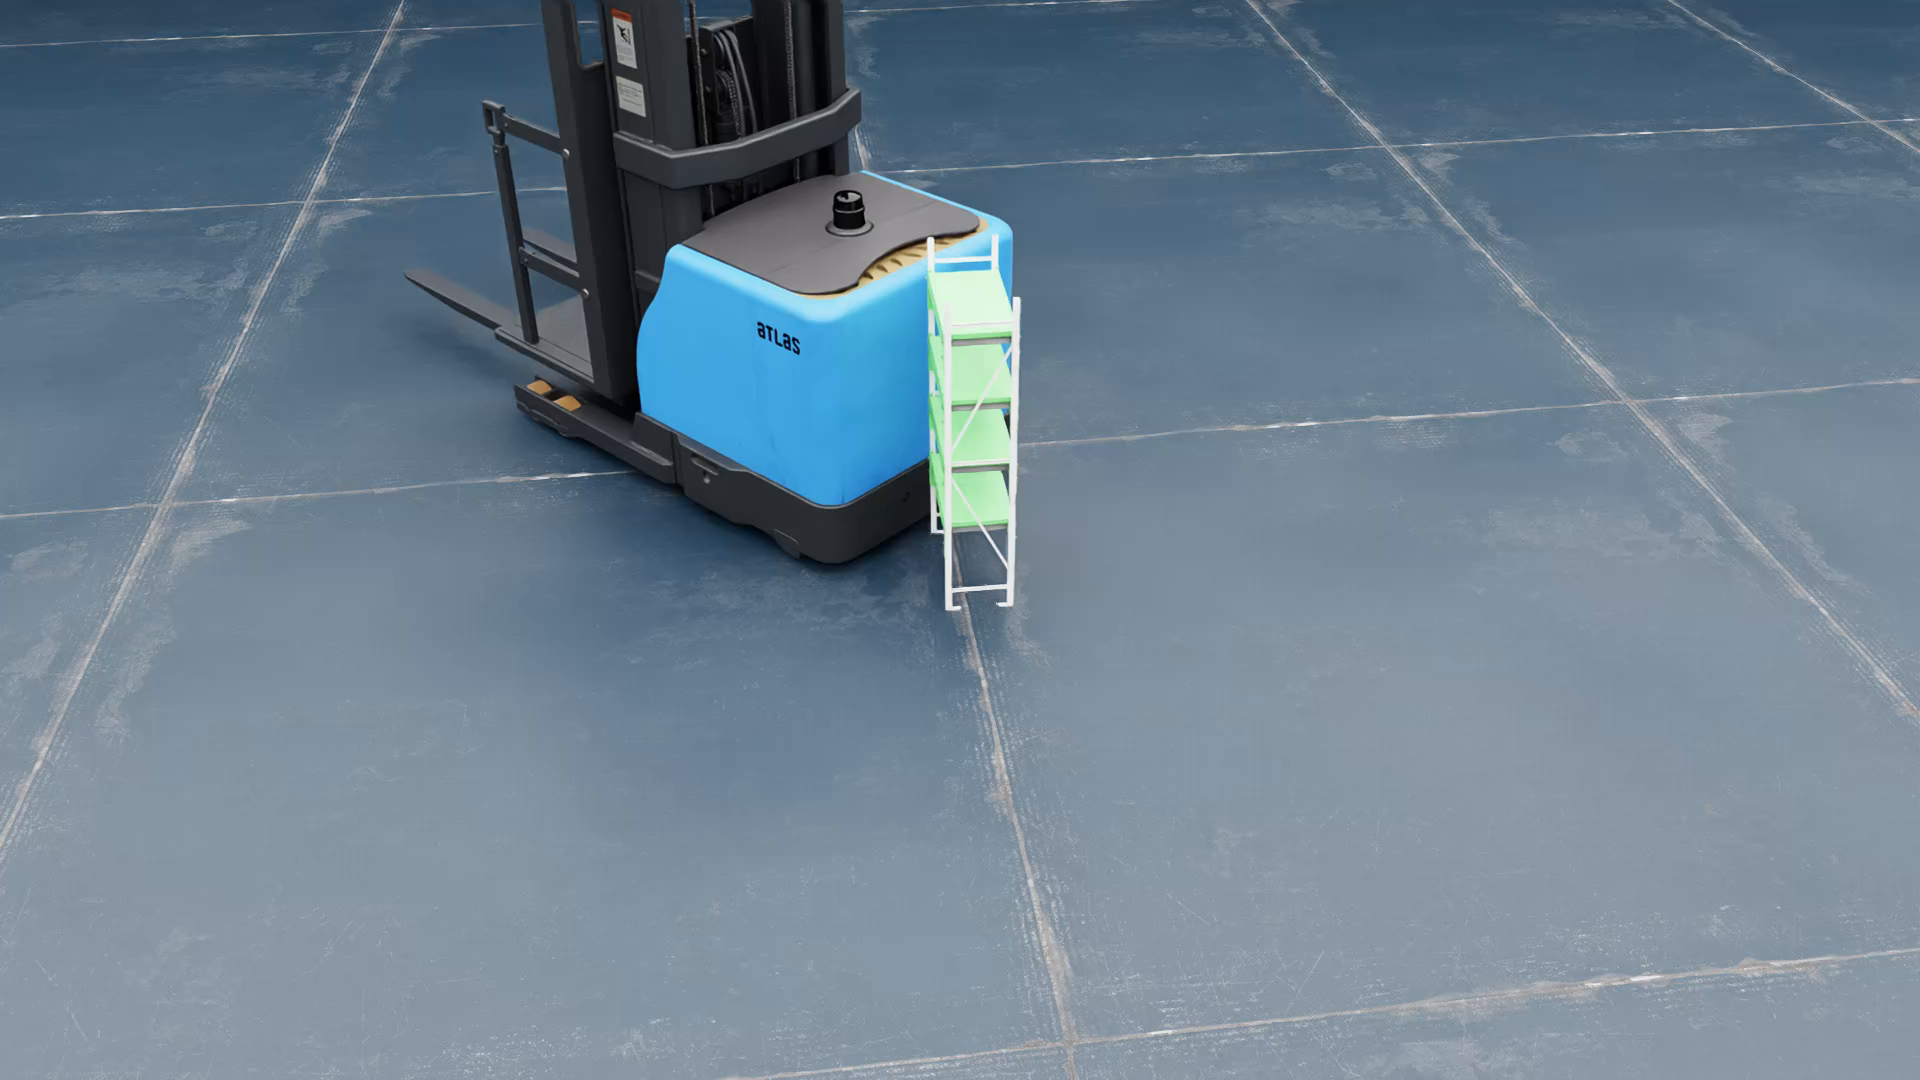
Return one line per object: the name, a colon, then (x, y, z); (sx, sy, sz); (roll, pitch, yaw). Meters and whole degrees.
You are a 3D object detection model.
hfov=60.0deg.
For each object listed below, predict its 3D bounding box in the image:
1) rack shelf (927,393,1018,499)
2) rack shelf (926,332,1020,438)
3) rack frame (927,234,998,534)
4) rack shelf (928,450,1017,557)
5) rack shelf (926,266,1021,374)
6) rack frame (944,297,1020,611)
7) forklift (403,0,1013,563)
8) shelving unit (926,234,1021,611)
rack shelf: (0.040, -0.340, 5.797); (0.258, 0.148, 0.480); (-4, 34, -6)
rack shelf: (0.040, -0.538, 5.662); (0.258, 0.148, 0.480); (-4, 34, -6)
rack frame: (0.010, -0.529, 5.961); (0.240, 1.200, 0.015); (-4, 34, -6)
rack shelf: (0.040, -0.142, 5.932); (0.258, 0.148, 0.480); (-4, 34, -6)
rack shelf: (0.040, -0.737, 5.527); (0.258, 0.148, 0.480); (-4, 34, -6)
rack frame: (0.069, -0.257, 5.561); (0.240, 1.200, 0.015); (-4, 34, -6)
forklift: (-1.223, -1.833, 6.336); (3.031, 2.935, 1.130); (27, 43, 34)
shelving unit: (0.040, -0.393, 5.761); (0.258, 1.200, 0.503); (-4, 34, -6)
